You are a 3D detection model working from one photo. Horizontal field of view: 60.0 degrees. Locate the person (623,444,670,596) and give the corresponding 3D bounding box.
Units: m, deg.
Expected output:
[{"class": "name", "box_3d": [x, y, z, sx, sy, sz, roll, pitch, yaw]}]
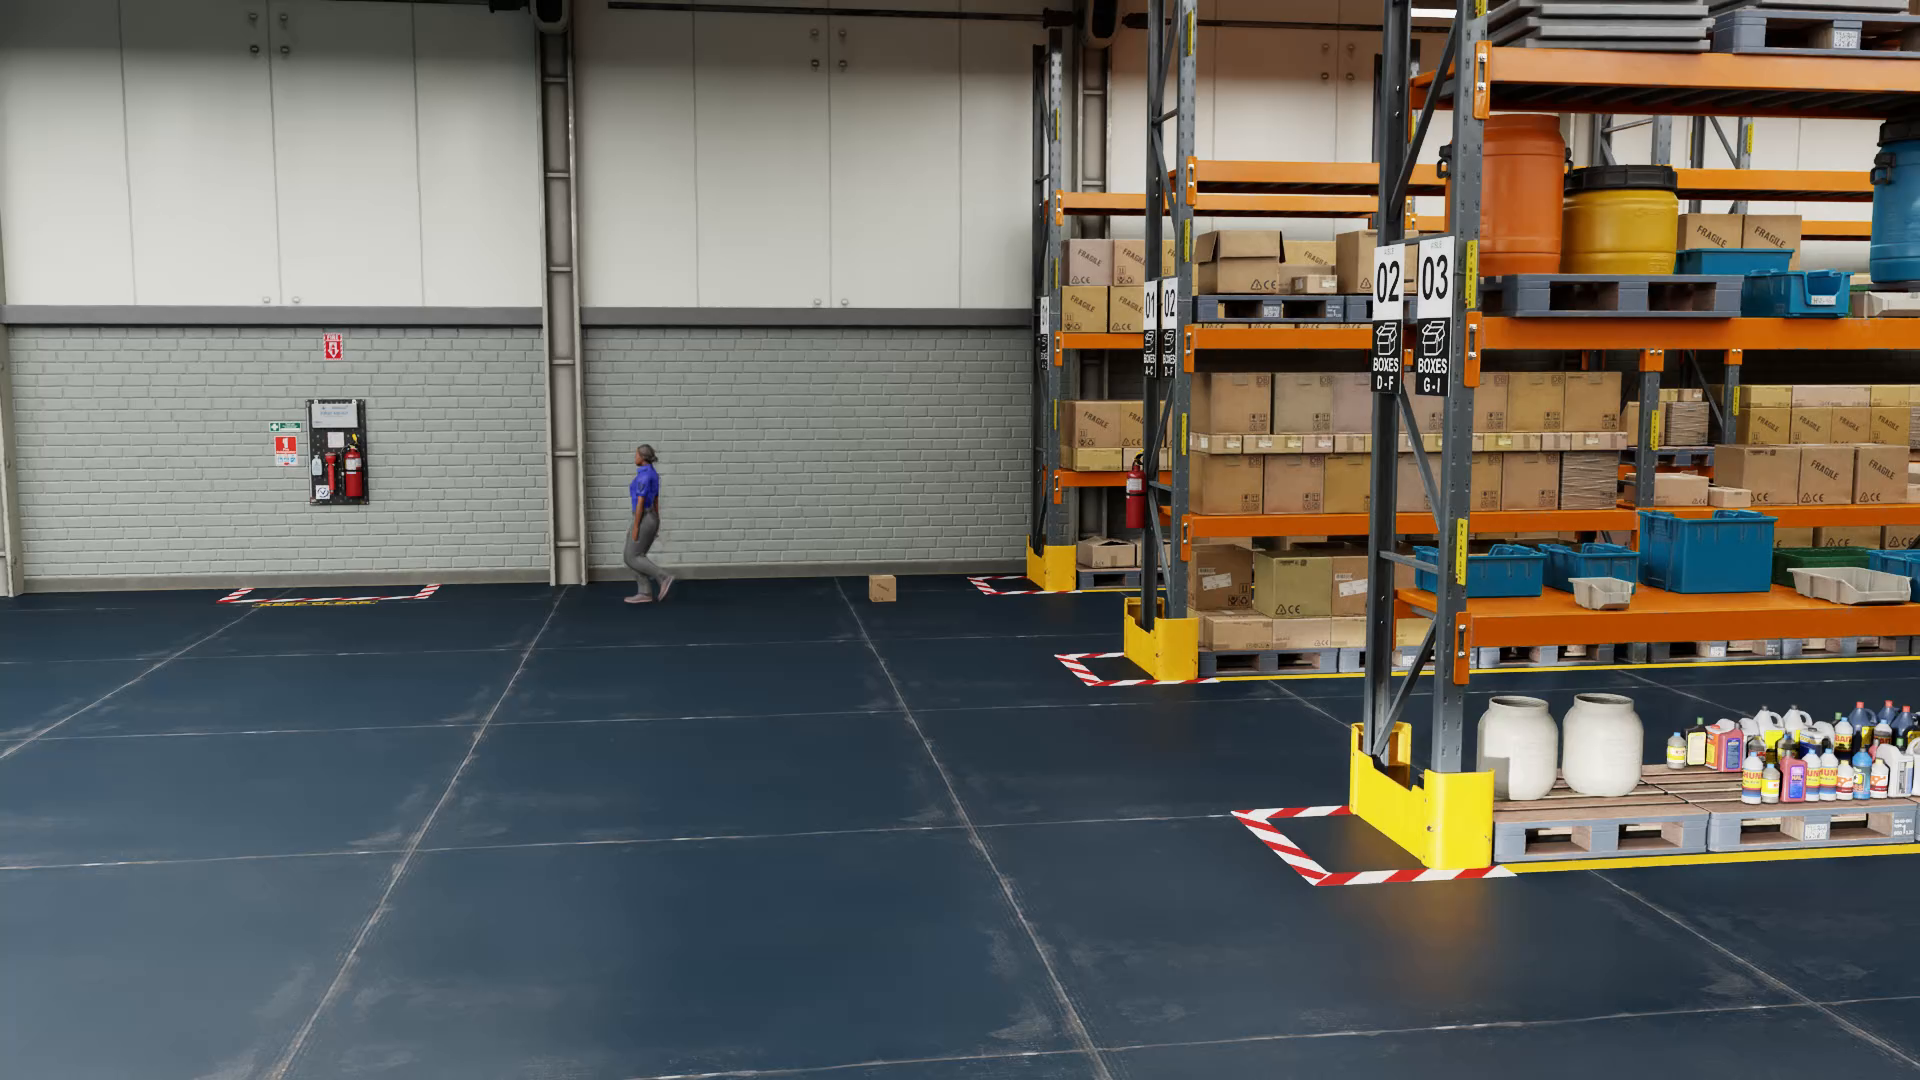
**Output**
[{"class": "person", "box_3d": [-3.192, -0.195, 17.038, 0.457, 1.576, 0.460, 0, 7, 3]}]
